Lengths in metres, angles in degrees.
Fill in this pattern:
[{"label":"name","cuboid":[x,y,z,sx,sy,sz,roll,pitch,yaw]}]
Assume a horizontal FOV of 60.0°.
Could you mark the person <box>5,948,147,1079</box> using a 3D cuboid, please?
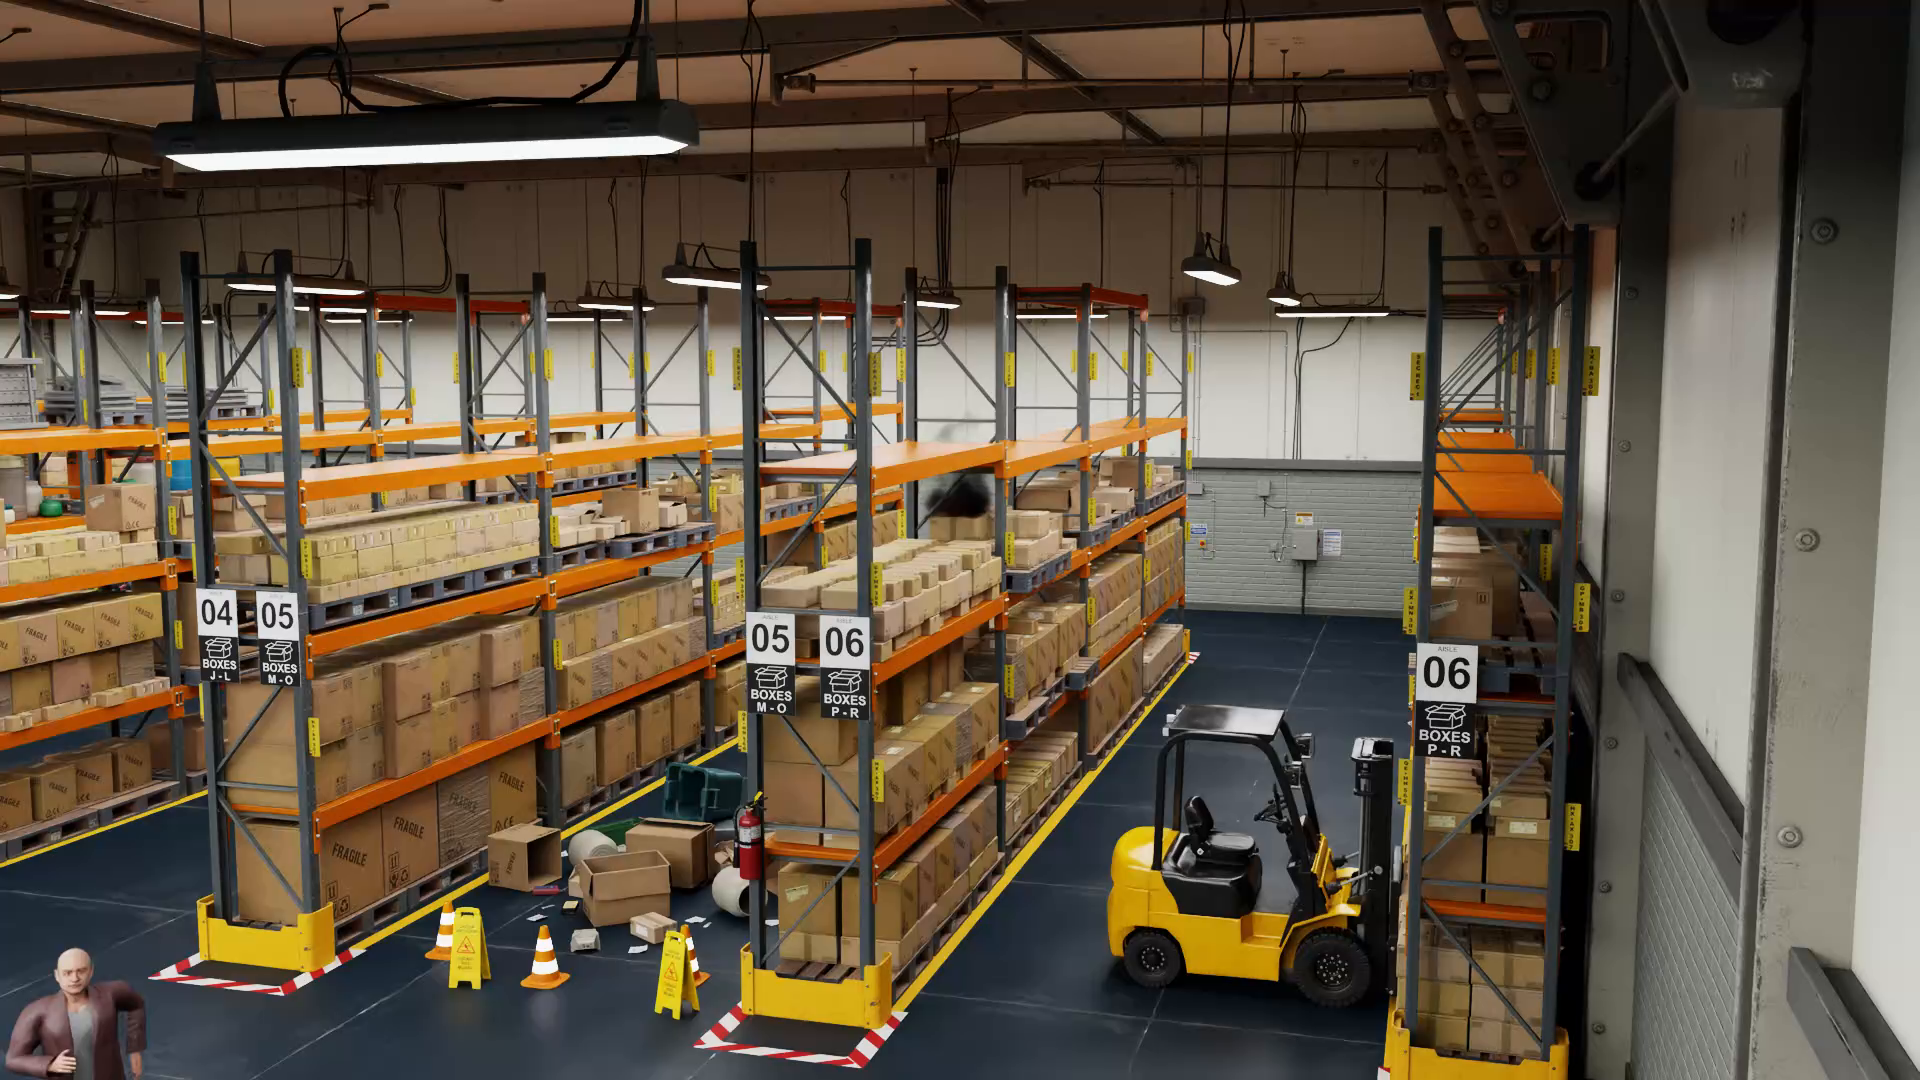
[{"label":"person","cuboid":[-5.019,3.216,9.497,0.705,1.846,0.898,-3,7,-27]}]
